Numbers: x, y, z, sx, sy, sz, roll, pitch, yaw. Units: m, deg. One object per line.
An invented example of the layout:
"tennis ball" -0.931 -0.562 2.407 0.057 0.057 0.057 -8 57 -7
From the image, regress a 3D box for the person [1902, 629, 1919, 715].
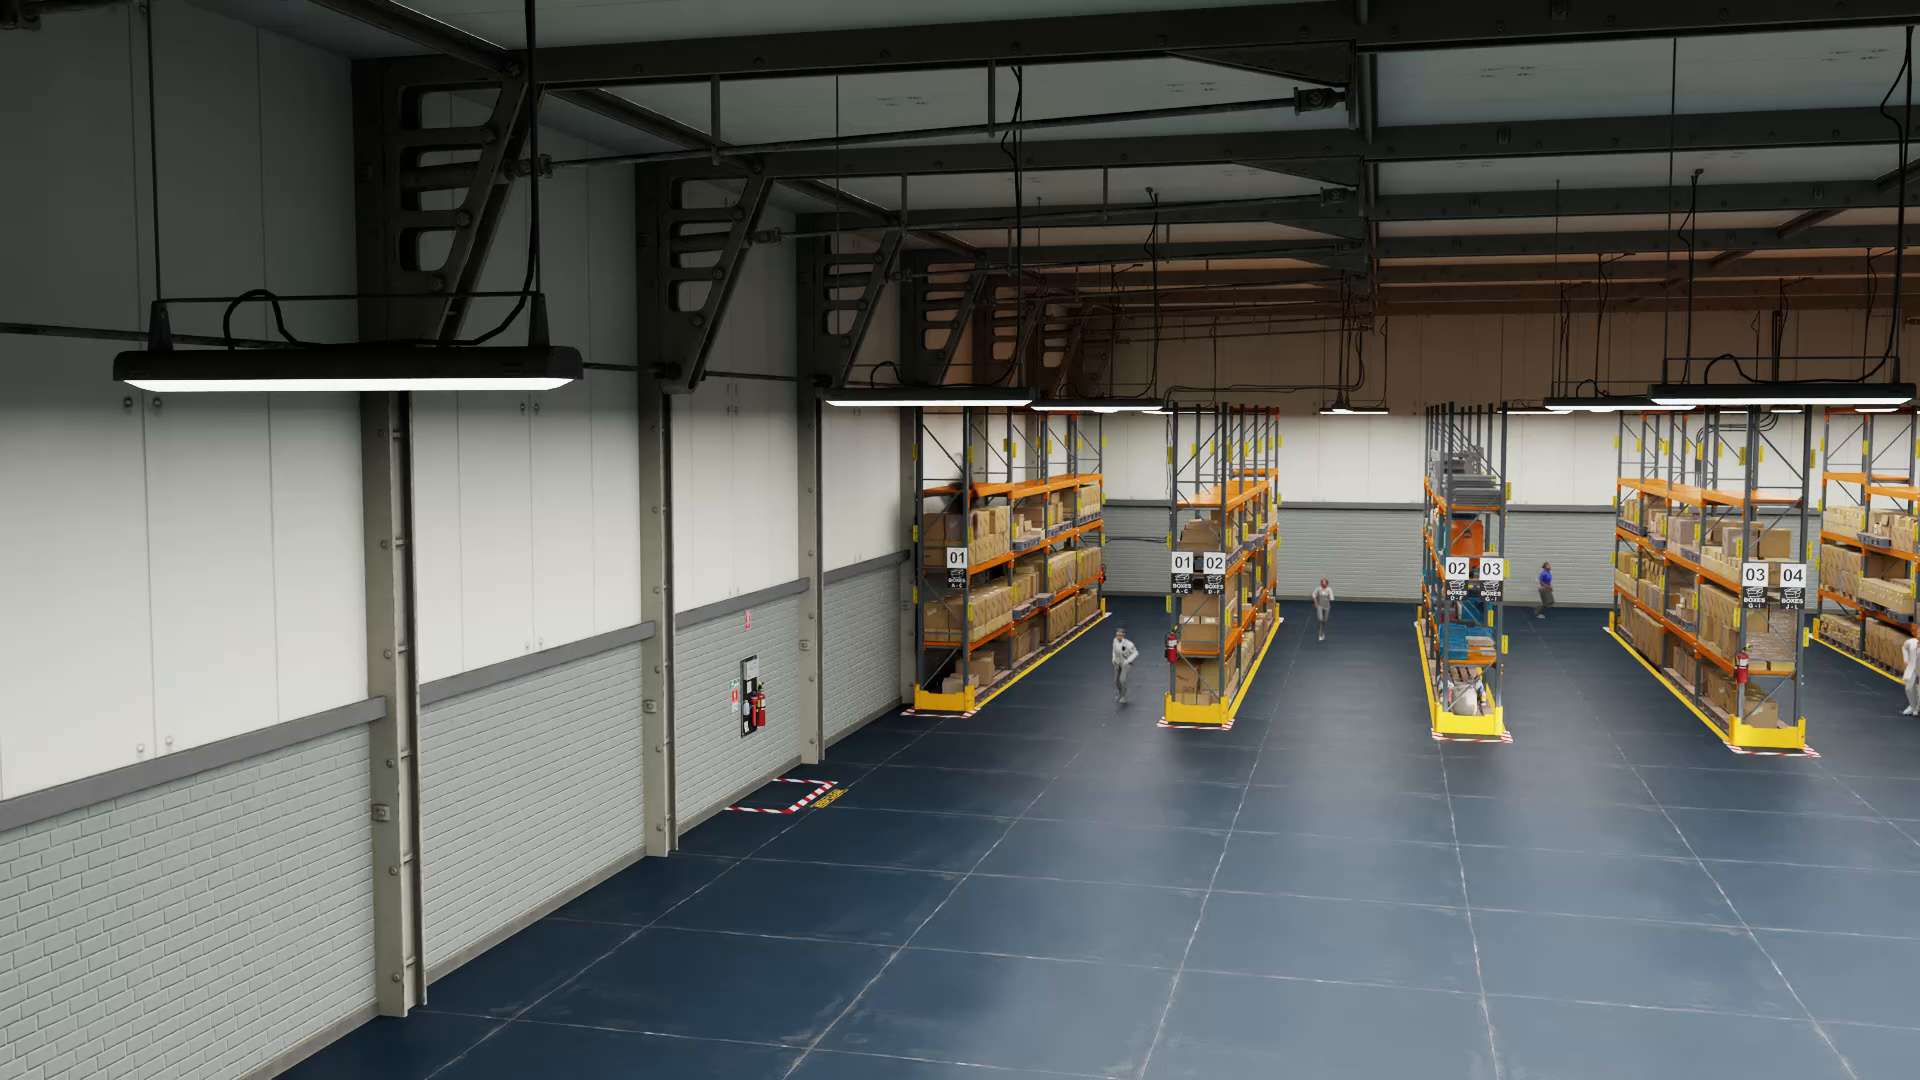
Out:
"person" 18.281 2.521 31.642 0.658 1.724 0.928 2 5 29

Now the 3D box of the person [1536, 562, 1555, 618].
"person" 16.680 1.423 47.392 0.495 1.611 0.611 3 5 35

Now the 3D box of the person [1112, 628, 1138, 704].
"person" 3.277 2.507 33.377 0.659 1.541 0.738 3 5 38

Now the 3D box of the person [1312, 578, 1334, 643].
"person" 9.291 1.785 42.508 0.516 1.646 0.744 0 4 4
